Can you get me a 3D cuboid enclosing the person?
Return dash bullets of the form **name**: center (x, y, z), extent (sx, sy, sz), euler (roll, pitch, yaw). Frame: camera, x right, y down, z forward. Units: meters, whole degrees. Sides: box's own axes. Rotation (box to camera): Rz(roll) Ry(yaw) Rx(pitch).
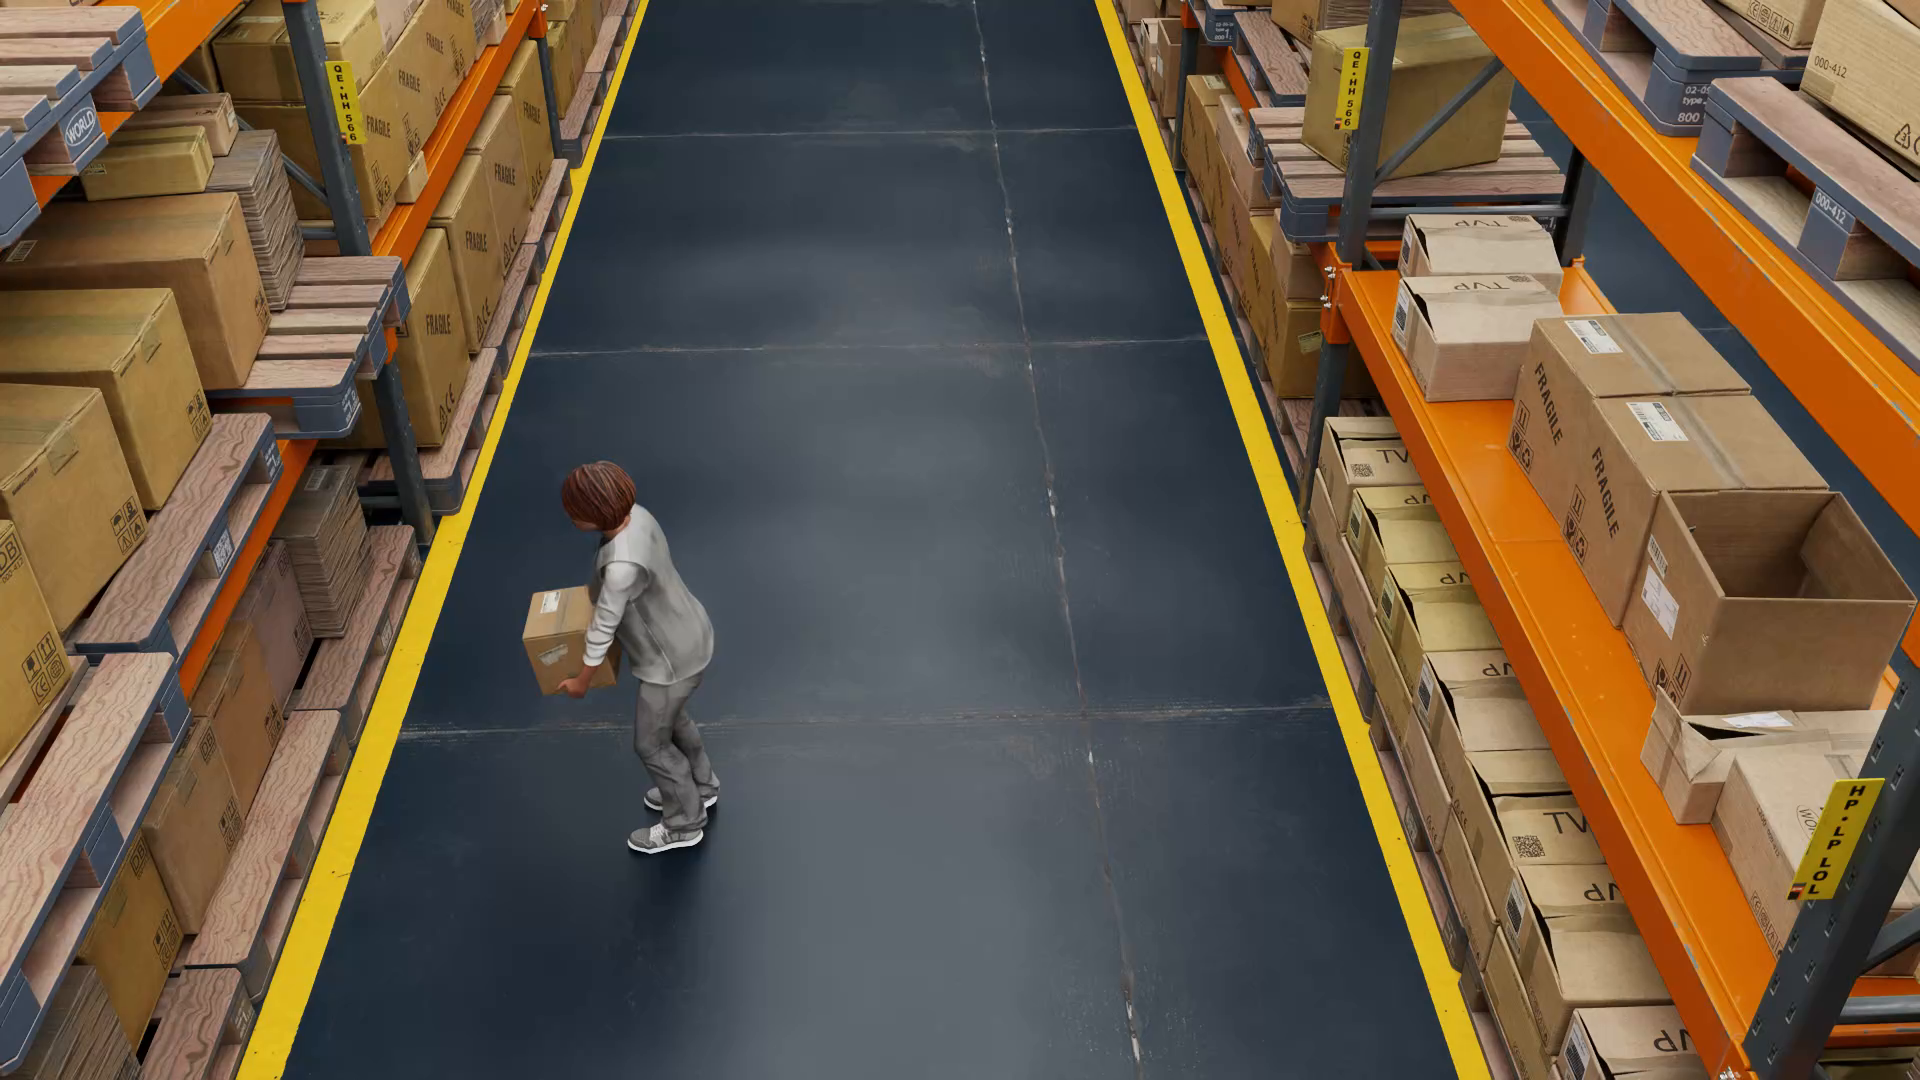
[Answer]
- **person**: center (-1.089, 0.404, 5.617), extent (0.525, 1.577, 0.374), euler (-2, 36, -3)
